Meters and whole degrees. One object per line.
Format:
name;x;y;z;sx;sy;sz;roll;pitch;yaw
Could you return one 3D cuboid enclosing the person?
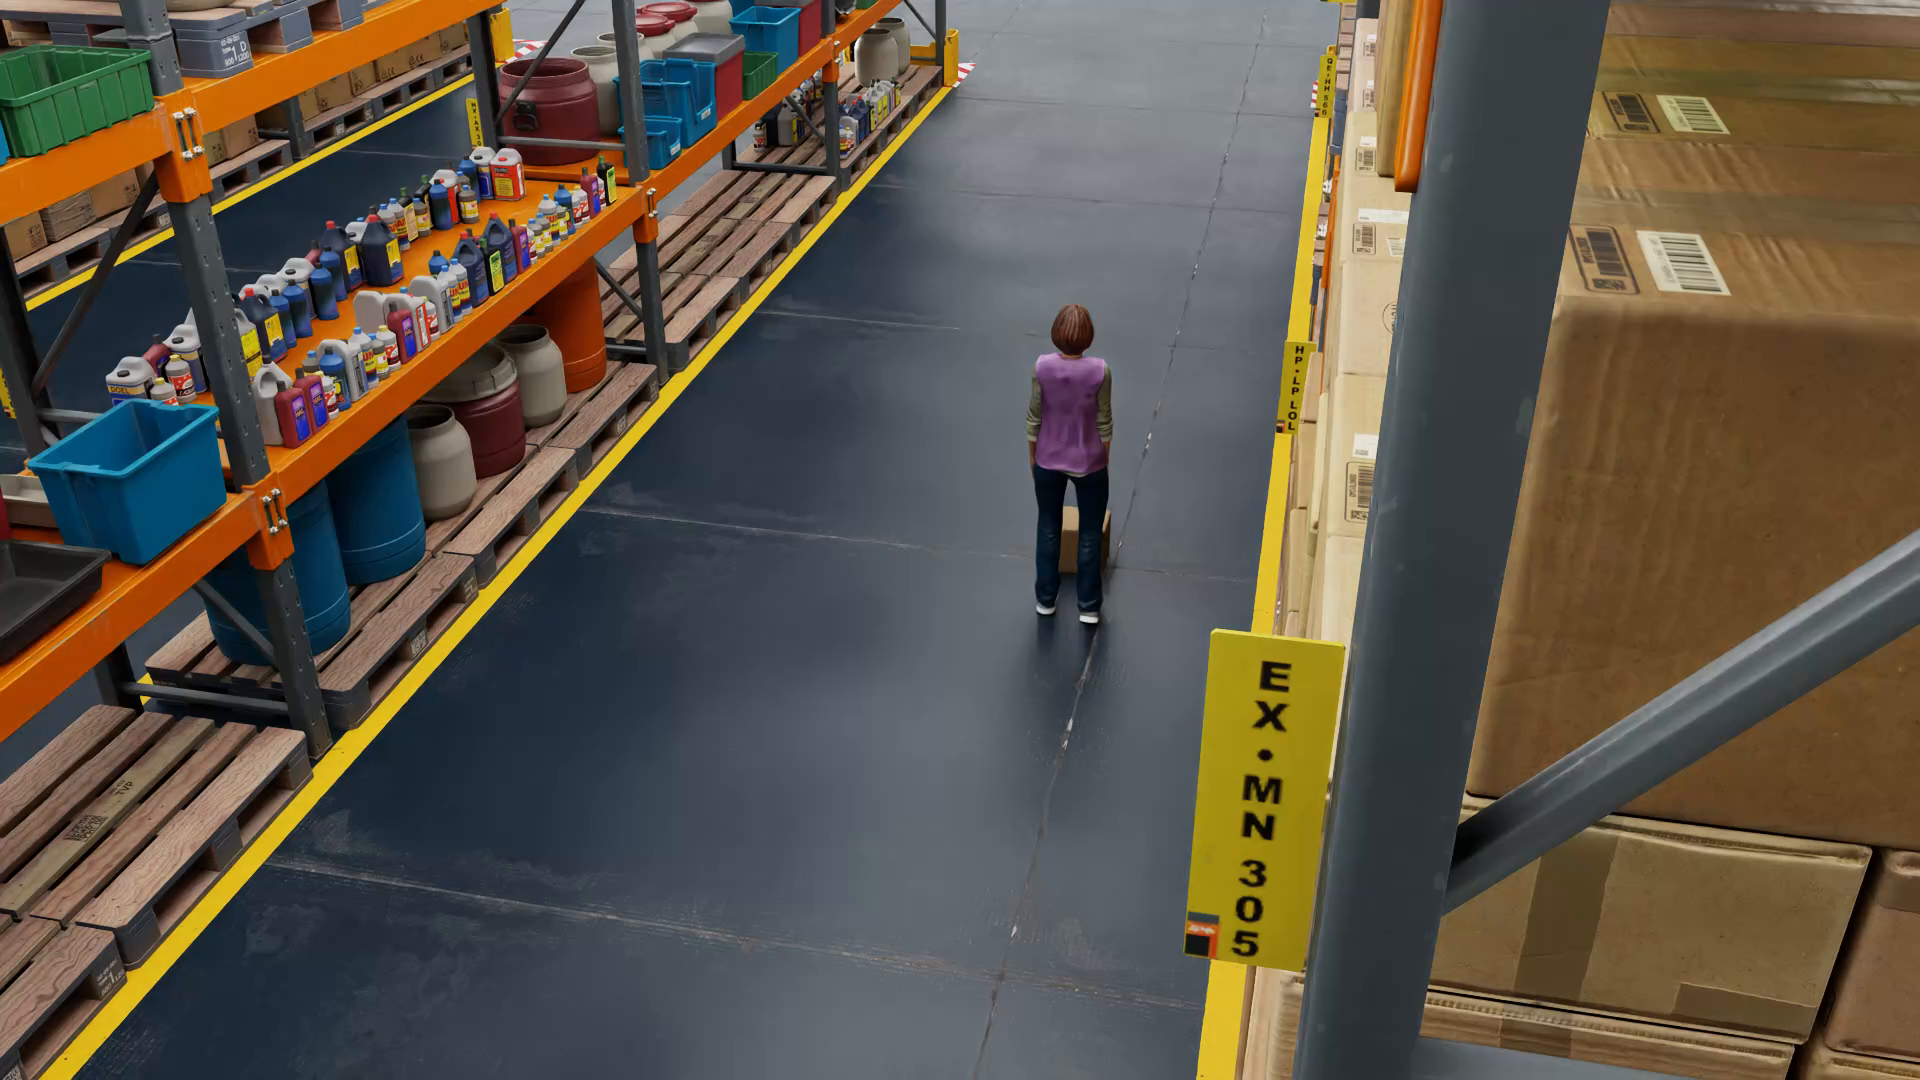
person;0.507;-0.233;7.851;0.407;1.383;0.330;7;30;12
